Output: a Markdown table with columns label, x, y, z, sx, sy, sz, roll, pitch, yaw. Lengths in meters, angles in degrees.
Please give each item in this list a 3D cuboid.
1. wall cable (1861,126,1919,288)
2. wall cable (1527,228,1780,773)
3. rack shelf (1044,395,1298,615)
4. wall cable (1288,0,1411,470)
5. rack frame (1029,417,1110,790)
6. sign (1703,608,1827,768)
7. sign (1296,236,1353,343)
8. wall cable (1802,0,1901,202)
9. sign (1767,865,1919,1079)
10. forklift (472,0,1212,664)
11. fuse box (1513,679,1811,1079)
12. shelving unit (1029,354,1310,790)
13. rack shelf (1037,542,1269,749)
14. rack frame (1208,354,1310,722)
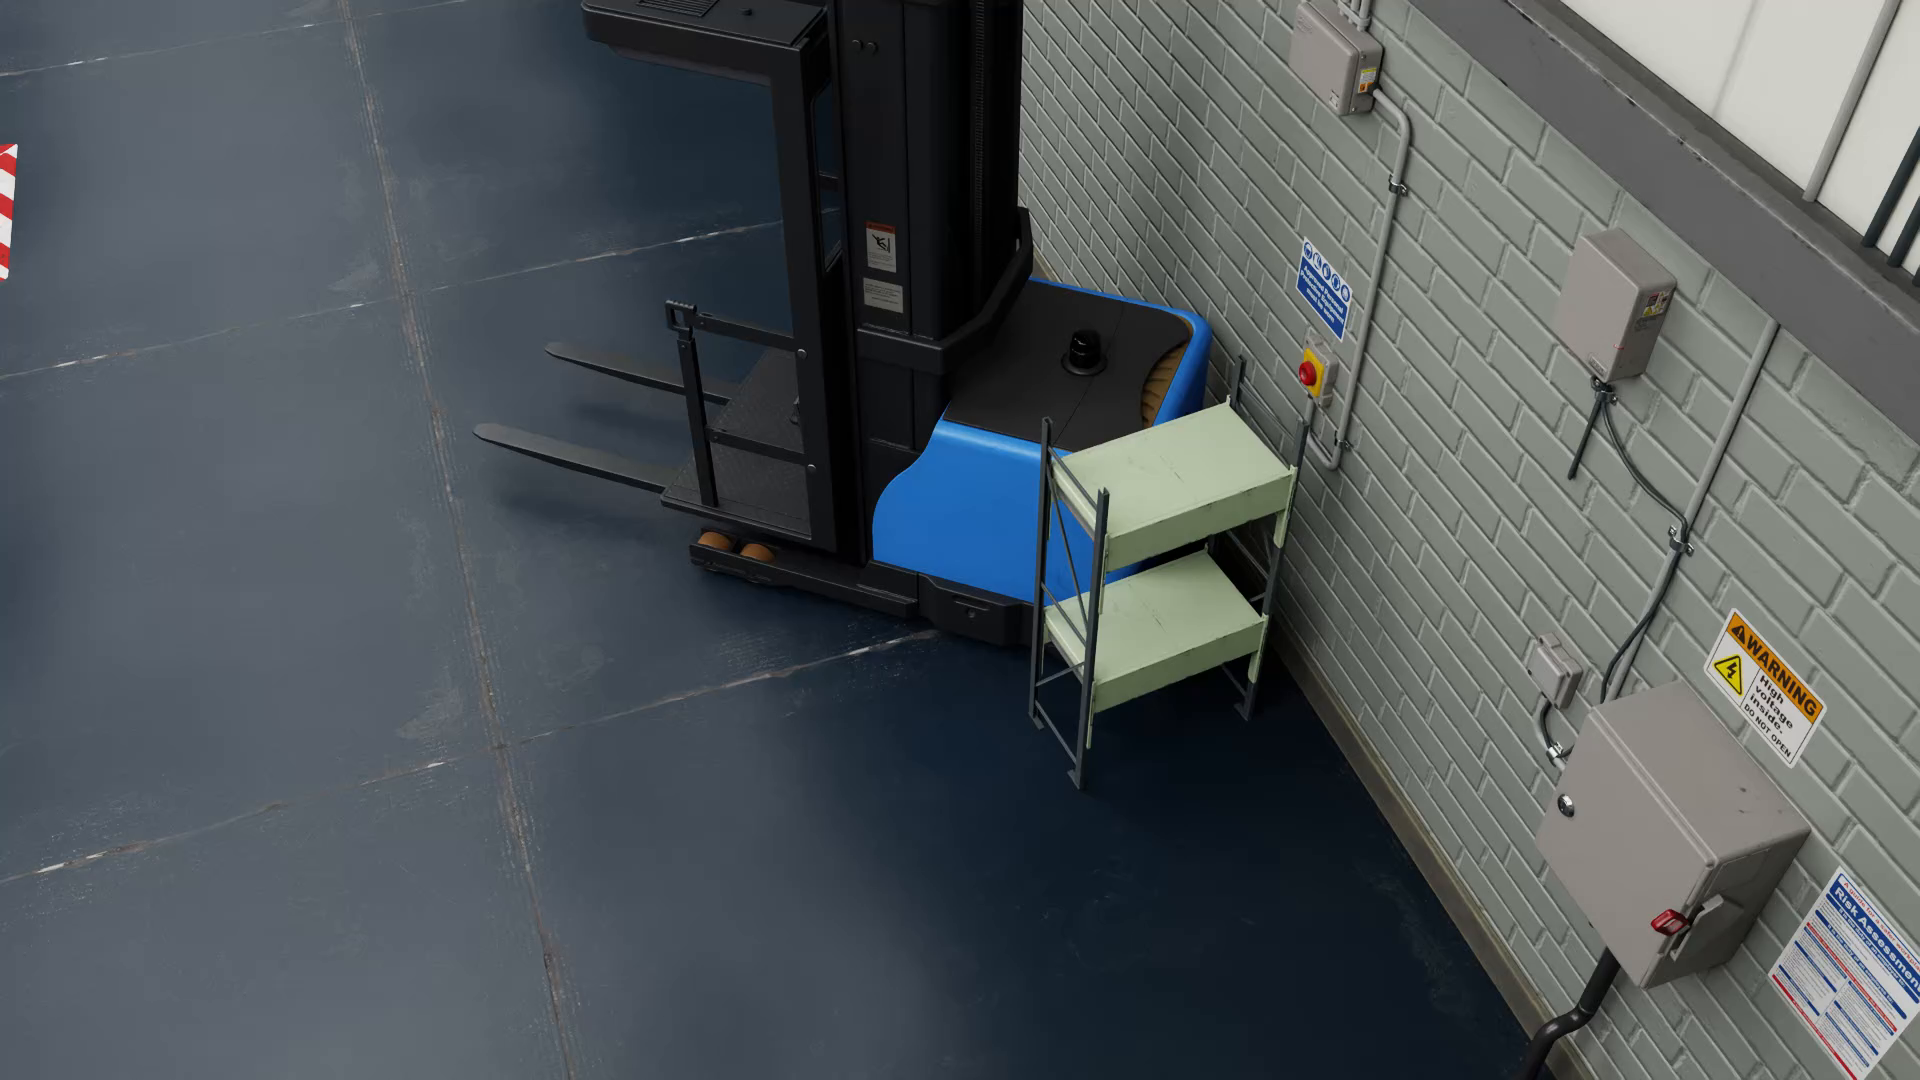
| label | x | y | z | sx | sy | sz | roll | pitch | yaw |
| --- | --- | --- | --- | --- | --- | --- | --- | --- | --- |
| wall cable | 2.302 | -0.650 | 1.327 | 0.133 | 3.039 | 2.988 | -14 | 47 | -14 |
| wall cable | 1.673 | -0.118 | 4.342 | 0.122 | 1.984 | 0.588 | -14 | 47 | -14 |
| rack shelf | 0.690 | -0.125 | 5.574 | 0.720 | 0.370 | 0.431 | -19 | 48 | -18 |
| wall cable | 1.180 | -1.071 | 5.270 | 0.123 | 1.953 | 0.585 | -14 | 47 | -14 |
| rack frame | 0.361 | 0.263 | 5.738 | 0.023 | 1.500 | 0.400 | -19 | 48 | -18 |
| sign | 1.932 | 0.355 | 4.005 | 0.001 | 0.242 | 0.339 | -14 | 47 | -14 |
| sign | 1.221 | -0.844 | 5.592 | 0.001 | 0.218 | 0.327 | -14 | 47 | -14 |
| wall cable | 1.392 | -2.502 | 3.199 | 0.029 | 3.000 | 2.355 | -14 | 47 | -14 |
| sign | 2.119 | 1.046 | 3.966 | 0.001 | 0.494 | 0.329 | -14 | 47 | -14 |
| forklift | -0.584 | -1.190 | 6.176 | 3.031 | 2.935 | 1.130 | 15 | 47 | 14 |
| fuse box | 1.756 | 1.188 | 4.667 | 0.414 | 1.711 | 0.539 | -14 | 47 | -14 |
| shelving unit | 0.690 | 0.150 | 5.851 | 0.755 | 1.500 | 0.431 | -19 | 48 | -18 |
| rack shelf | 0.690 | 0.380 | 6.082 | 0.720 | 0.370 | 0.431 | -19 | 48 | -18 |
| rack frame | 1.020 | 0.037 | 5.964 | 0.023 | 1.500 | 0.400 | -19 | 48 | -18 |
